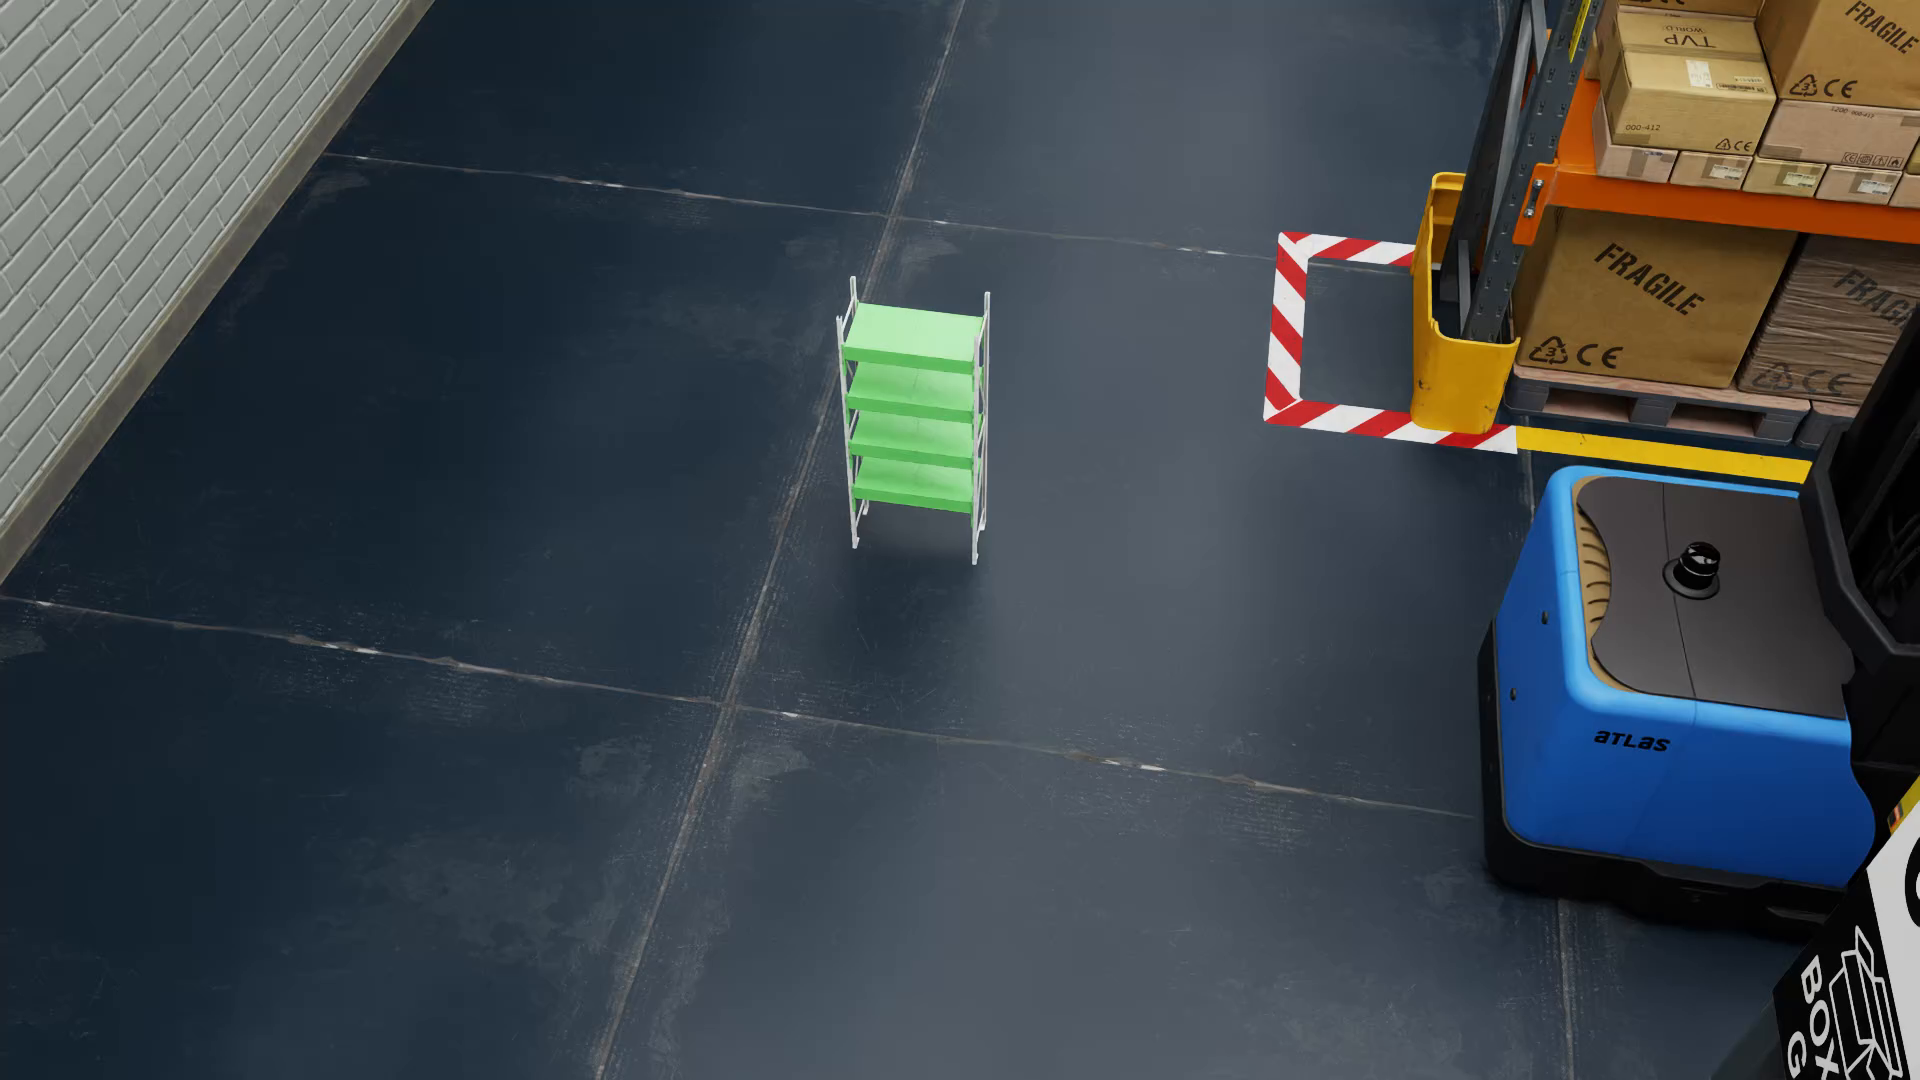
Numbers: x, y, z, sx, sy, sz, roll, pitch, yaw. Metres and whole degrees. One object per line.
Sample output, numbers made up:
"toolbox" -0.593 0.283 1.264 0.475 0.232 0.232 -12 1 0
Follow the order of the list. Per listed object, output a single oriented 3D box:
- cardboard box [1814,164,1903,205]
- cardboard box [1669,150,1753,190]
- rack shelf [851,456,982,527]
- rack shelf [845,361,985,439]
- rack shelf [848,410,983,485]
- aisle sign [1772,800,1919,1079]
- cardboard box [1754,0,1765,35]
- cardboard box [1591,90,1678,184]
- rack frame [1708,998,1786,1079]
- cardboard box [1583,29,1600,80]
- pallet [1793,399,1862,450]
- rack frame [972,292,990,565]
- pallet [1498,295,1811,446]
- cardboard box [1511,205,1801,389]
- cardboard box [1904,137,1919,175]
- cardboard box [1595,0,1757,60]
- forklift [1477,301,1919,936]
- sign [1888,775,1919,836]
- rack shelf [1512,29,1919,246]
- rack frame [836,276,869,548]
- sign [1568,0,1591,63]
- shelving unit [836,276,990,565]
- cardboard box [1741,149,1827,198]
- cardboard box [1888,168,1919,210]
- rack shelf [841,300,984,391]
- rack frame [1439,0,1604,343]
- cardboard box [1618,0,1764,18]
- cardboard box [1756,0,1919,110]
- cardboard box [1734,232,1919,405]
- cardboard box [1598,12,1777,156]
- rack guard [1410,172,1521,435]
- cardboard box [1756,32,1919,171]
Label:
"cardboard box" 3.288 -1.420 6.150 0.250 0.149 0.380 7 48 6
"cardboard box" 2.780 -1.487 6.211 0.250 0.149 0.380 7 48 6
"rack shelf" -0.163 -0.220 6.521 0.480 0.148 0.258 8 49 7
"rack shelf" -0.163 -0.541 6.164 0.480 0.148 0.258 8 49 7
"rack shelf" -0.163 -0.380 6.343 0.480 0.148 0.258 8 49 7
"aisle sign" 1.337 0.640 2.383 0.004 0.787 0.394 8 49 7
"cardboard box" 3.259 -2.004 6.407 0.500 0.250 0.500 7 48 6
"cardboard box" 2.527 -1.520 6.240 0.250 0.149 0.380 8 49 7
"rack frame" 1.356 1.731 3.150 0.053 2.616 0.949 8 49 7
"cardboard box" 2.645 -2.002 6.674 0.250 0.149 0.380 9 49 8
"pallet" 4.234 -0.749 7.253 1.213 0.211 1.003 8 49 7
"rack frame" 0.077 -0.391 6.266 0.015 1.200 0.240 8 49 7
"pallet" 3.037 -0.912 7.400 1.213 0.211 1.003 8 49 7
"cardboard box" 2.880 -1.297 7.017 0.875 0.875 0.875 8 49 7
"cardboard box" 3.667 -1.548 5.997 0.500 0.250 0.500 6 48 6
"cardboard box" 2.760 -2.072 6.468 0.500 0.250 0.500 7 48 6
"forklift" 3.353 0.022 4.731 3.031 2.935 1.130 7 48 7
"sign" 1.437 0.361 2.435 0.005 0.325 0.100 8 49 7
"rack shelf" 4.204 -1.387 6.436 4.000 0.370 1.077 8 49 7
"rack frame" -0.403 -0.455 6.324 0.015 1.200 0.240 8 49 7
"sign" 2.132 -1.803 5.690 0.005 0.325 0.100 8 49 7
"shelving unit" -0.163 -0.423 6.295 0.503 1.200 0.258 8 49 7
"cardboard box" 3.032 -1.454 6.180 0.250 0.149 0.380 7 48 6
"cardboard box" 3.538 -1.385 6.119 0.250 0.149 0.380 7 48 6
"rack shelf" -0.163 -0.701 5.986 0.480 0.148 0.258 8 49 7
"rack frame" 2.236 -1.893 6.406 0.127 3.000 1.000 8 49 7
"cardboard box" 2.762 -2.320 6.187 0.500 0.500 0.500 8 49 7
"cardboard box" 3.153 -1.865 5.778 0.500 0.500 0.500 7 48 6
"cardboard box" 3.776 -1.176 6.908 0.875 0.875 0.875 8 49 7
"cardboard box" 2.661 -1.681 6.116 0.500 0.250 0.500 7 48 6
"rack guard" 2.213 -1.060 7.339 0.348 0.500 1.175 8 49 7
"cardboard box" 3.173 -1.617 6.059 0.500 0.250 0.500 7 48 6
